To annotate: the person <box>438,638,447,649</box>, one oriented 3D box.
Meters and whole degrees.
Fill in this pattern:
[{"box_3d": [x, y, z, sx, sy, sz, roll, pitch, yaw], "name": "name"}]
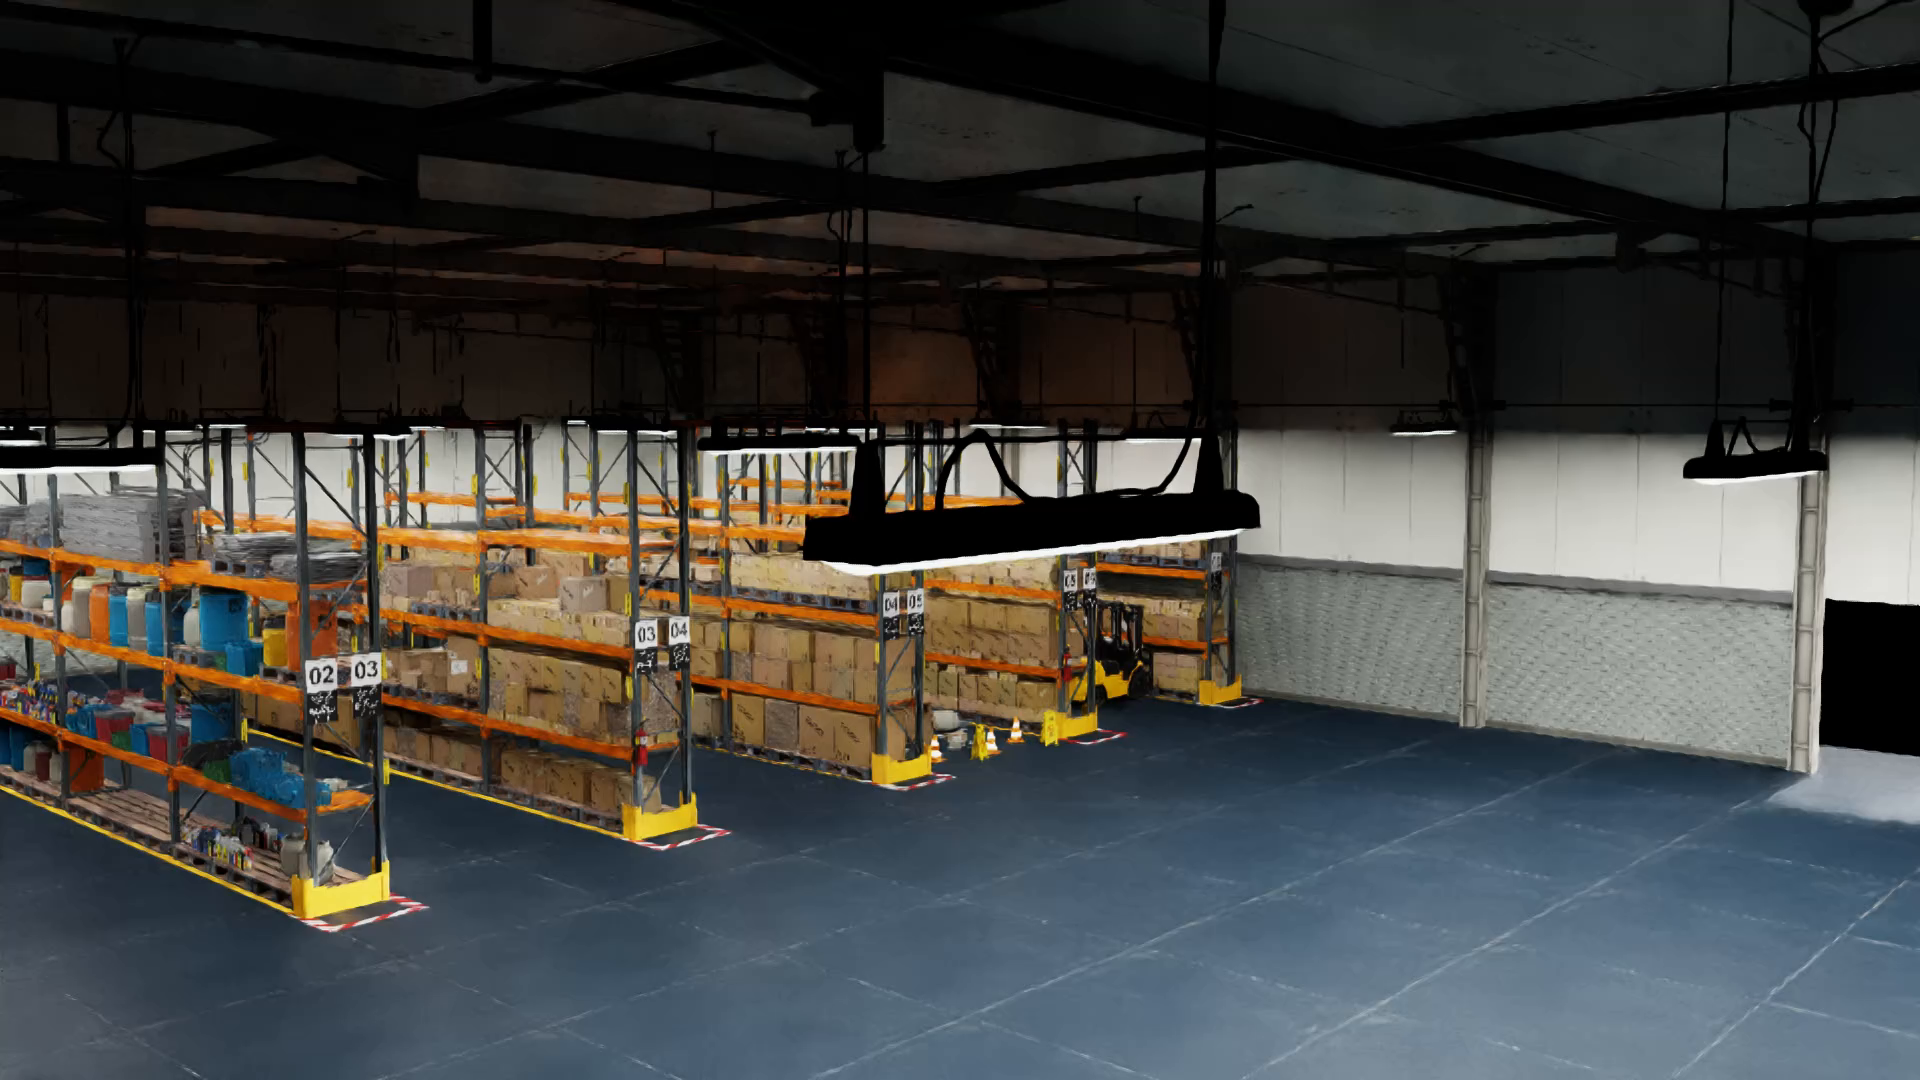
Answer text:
[{"box_3d": [-13.383, 2.037, 42.965, 0.470, 1.587, 0.506, -1, 5, -10], "name": "person"}]
